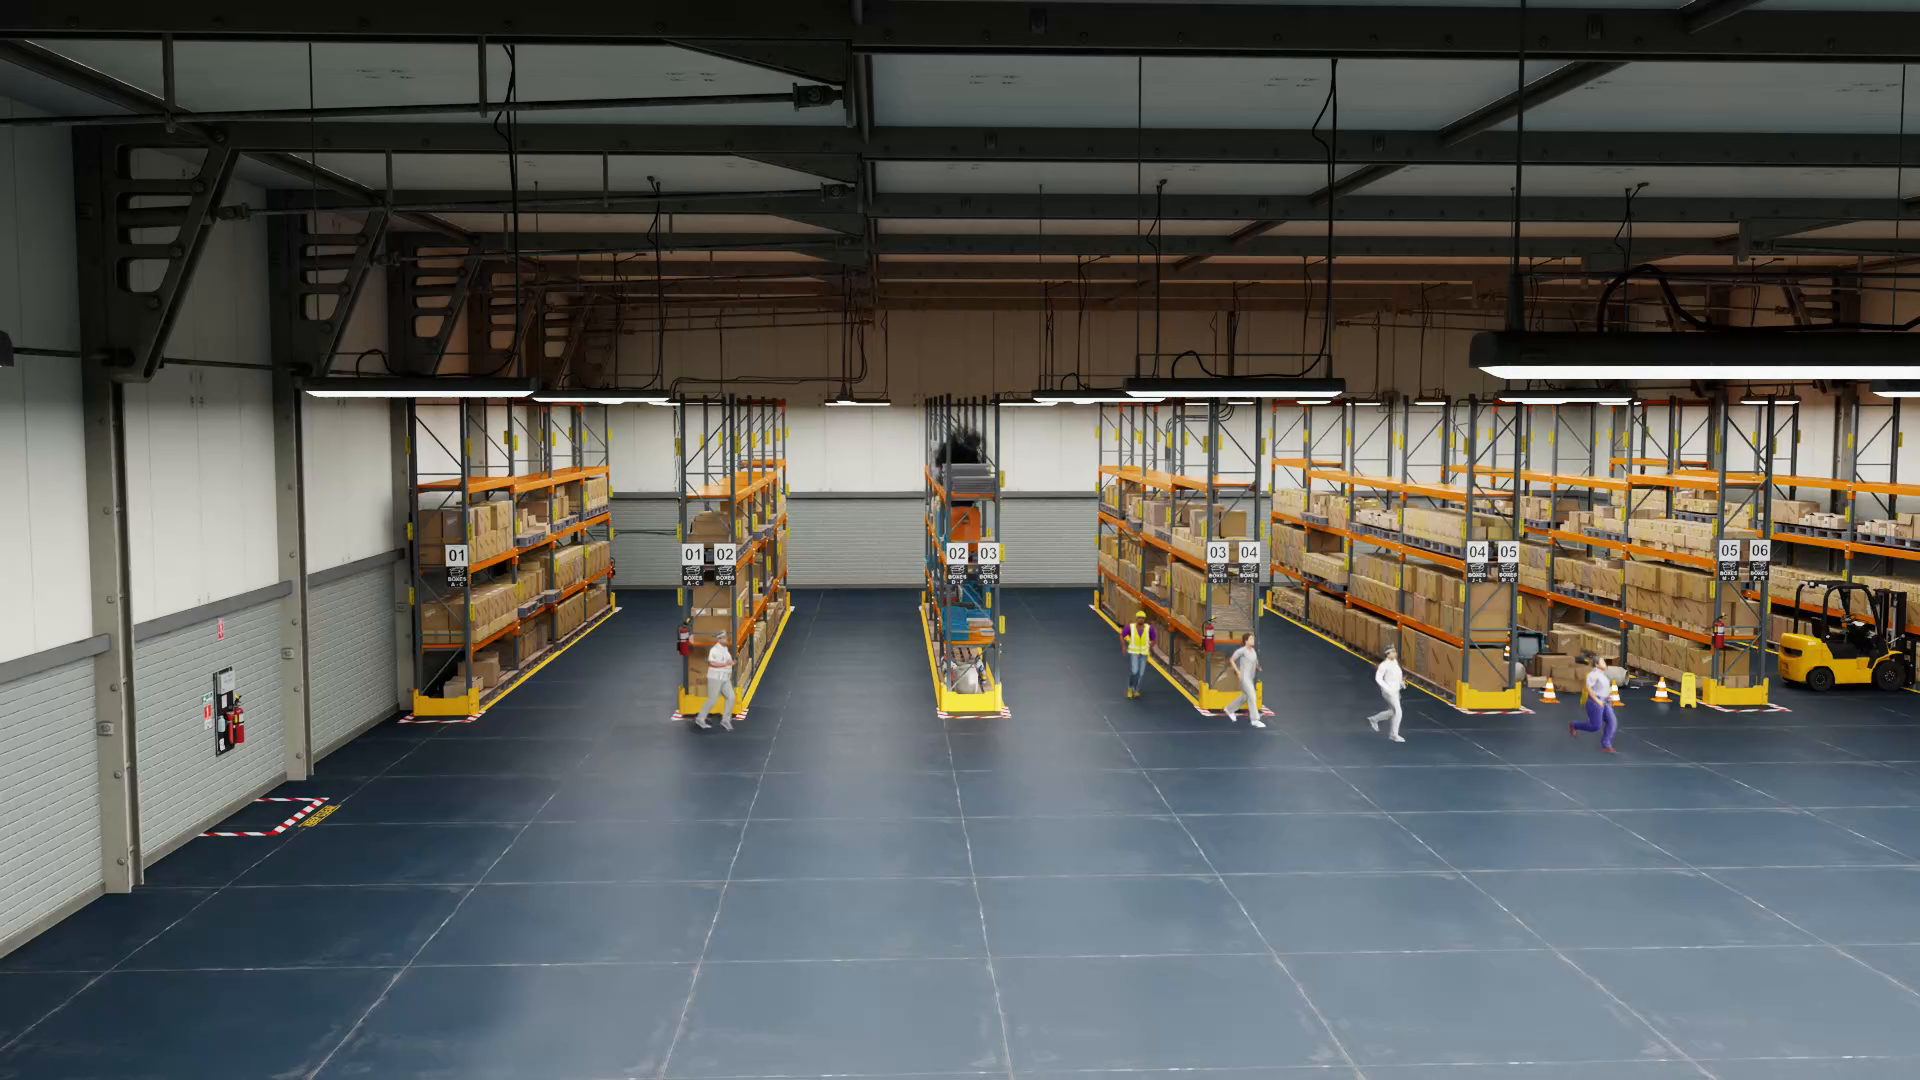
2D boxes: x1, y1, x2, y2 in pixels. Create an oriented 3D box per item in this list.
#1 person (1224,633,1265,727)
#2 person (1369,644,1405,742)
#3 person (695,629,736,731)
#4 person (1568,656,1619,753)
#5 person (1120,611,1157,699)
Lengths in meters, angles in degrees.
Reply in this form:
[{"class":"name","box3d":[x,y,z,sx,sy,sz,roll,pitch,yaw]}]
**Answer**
[{"class":"person","box3d":[5.173,2.500,30.061,0.914,1.658,0.592,4,6,40]},{"class":"person","box3d":[7.405,2.626,28.796,0.669,1.686,0.613,4,6,38]},{"class":"person","box3d":[-4.298,2.512,29.638,0.792,1.856,0.659,2,5,21]},{"class":"person","box3d":[10.642,2.747,27.851,0.806,1.619,0.606,4,6,44]},{"class":"person","box3d":[3.537,2.268,32.799,0.697,1.750,0.666,0,5,-6]}]
